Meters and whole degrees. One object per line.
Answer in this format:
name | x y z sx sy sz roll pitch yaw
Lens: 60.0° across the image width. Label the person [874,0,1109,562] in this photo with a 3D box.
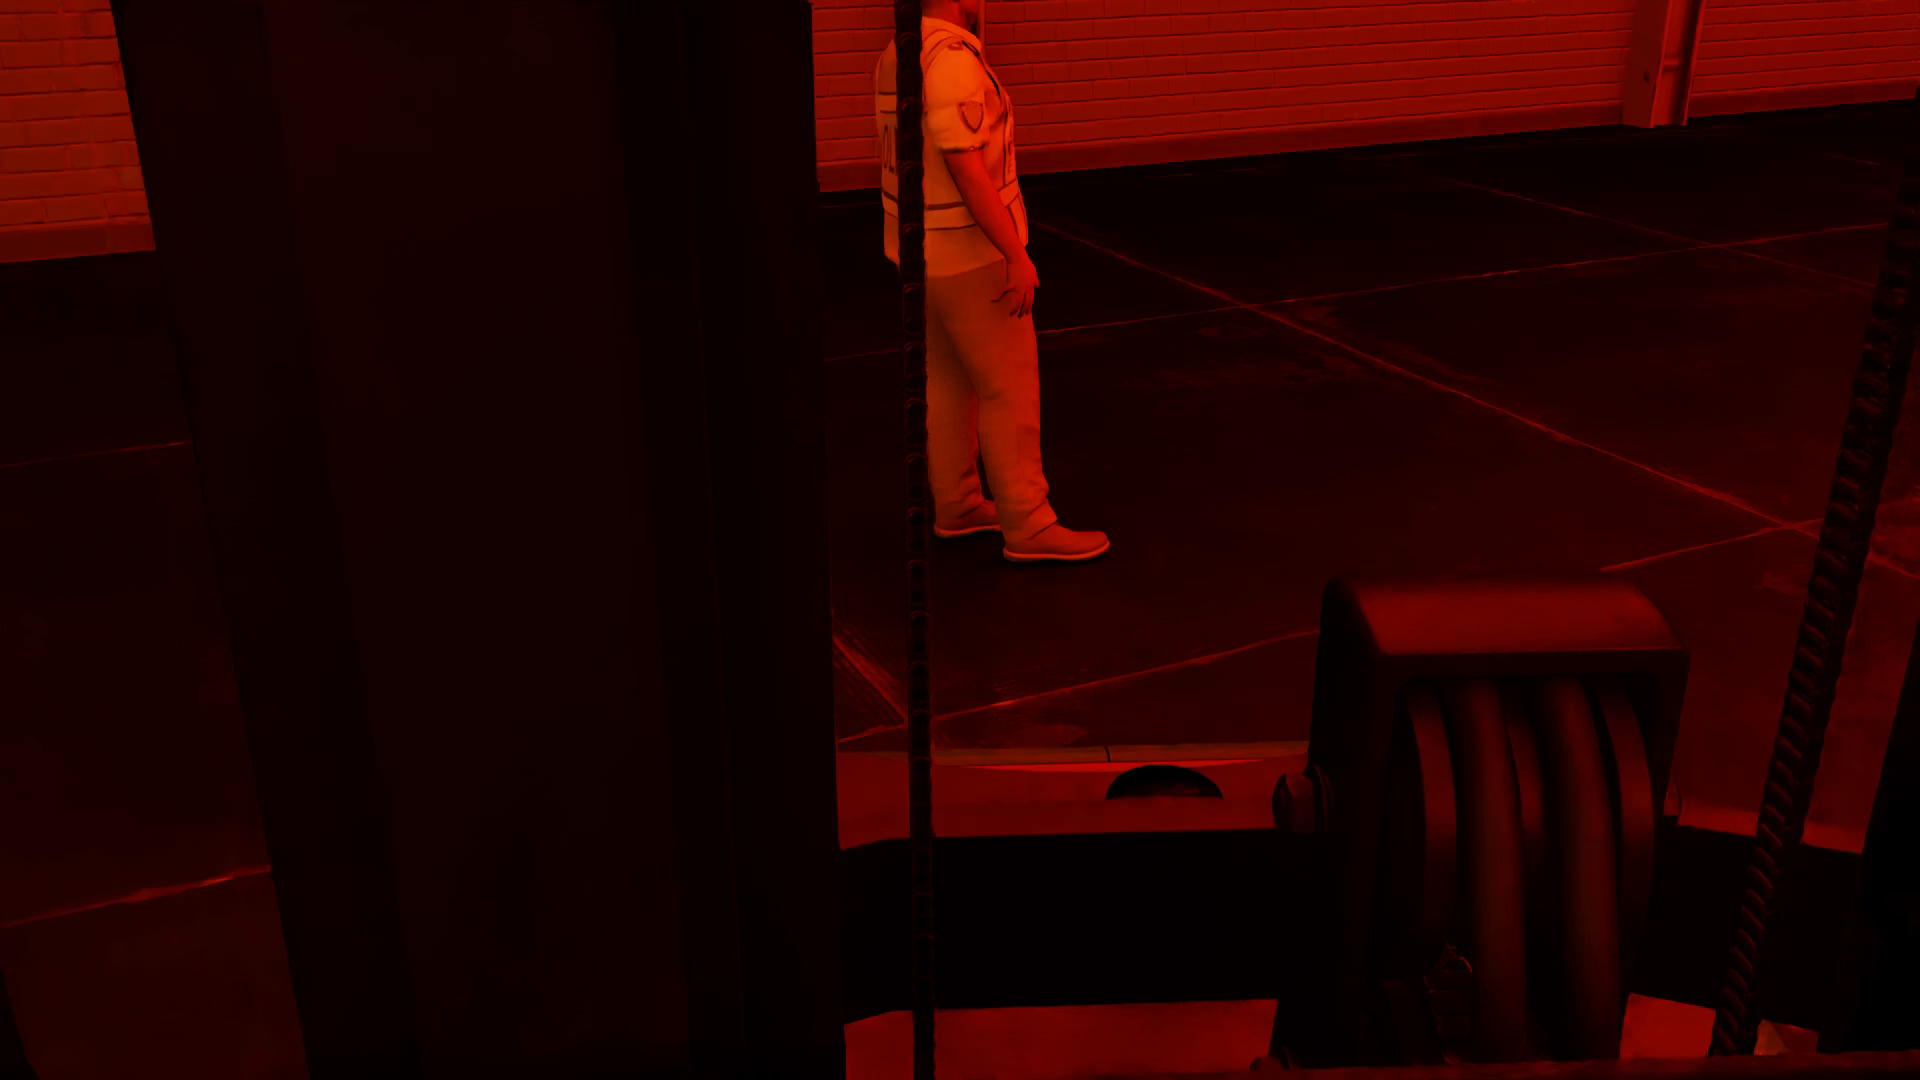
person | 0.075 -0.838 4.782 0.575 1.781 0.640 -10 25 -23
